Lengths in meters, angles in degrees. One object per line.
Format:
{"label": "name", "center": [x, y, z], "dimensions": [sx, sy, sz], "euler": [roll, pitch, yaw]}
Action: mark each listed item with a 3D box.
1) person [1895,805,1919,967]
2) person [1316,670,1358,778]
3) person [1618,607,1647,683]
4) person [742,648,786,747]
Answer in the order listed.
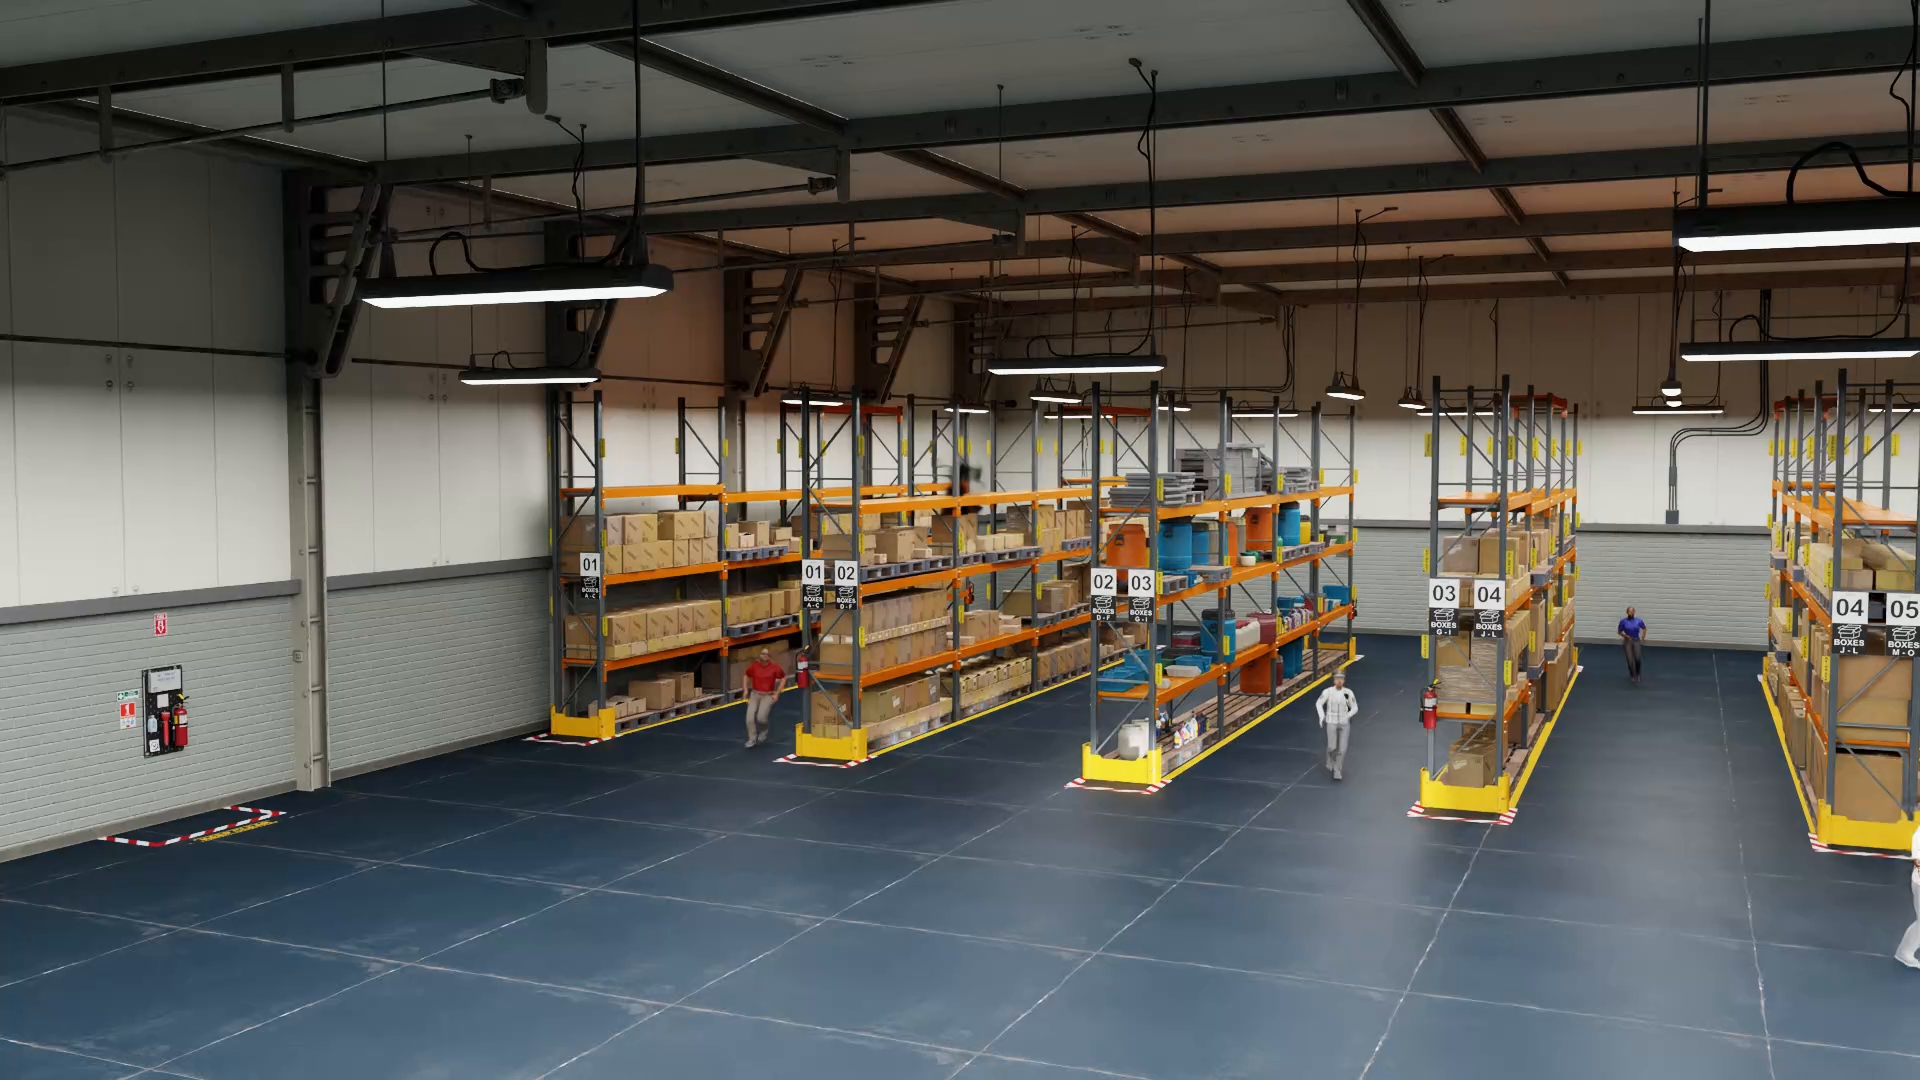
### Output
{"label": "person", "center": [9.288, 3.292, 15.844], "dimensions": [0.576, 1.696, 0.654], "euler": [-2, 3, -26]}
{"label": "person", "center": [5.718, 2.785, 25.162], "dimensions": [0.615, 1.658, 0.541], "euler": [0, 3, 7]}
{"label": "person", "center": [14.331, 2.231, 35.466], "dimensions": [0.574, 1.629, 0.579], "euler": [1, 3, 21]}
{"label": "person", "center": [-3.306, 2.640, 27.837], "dimensions": [0.718, 1.673, 0.503], "euler": [1, 3, 11]}
